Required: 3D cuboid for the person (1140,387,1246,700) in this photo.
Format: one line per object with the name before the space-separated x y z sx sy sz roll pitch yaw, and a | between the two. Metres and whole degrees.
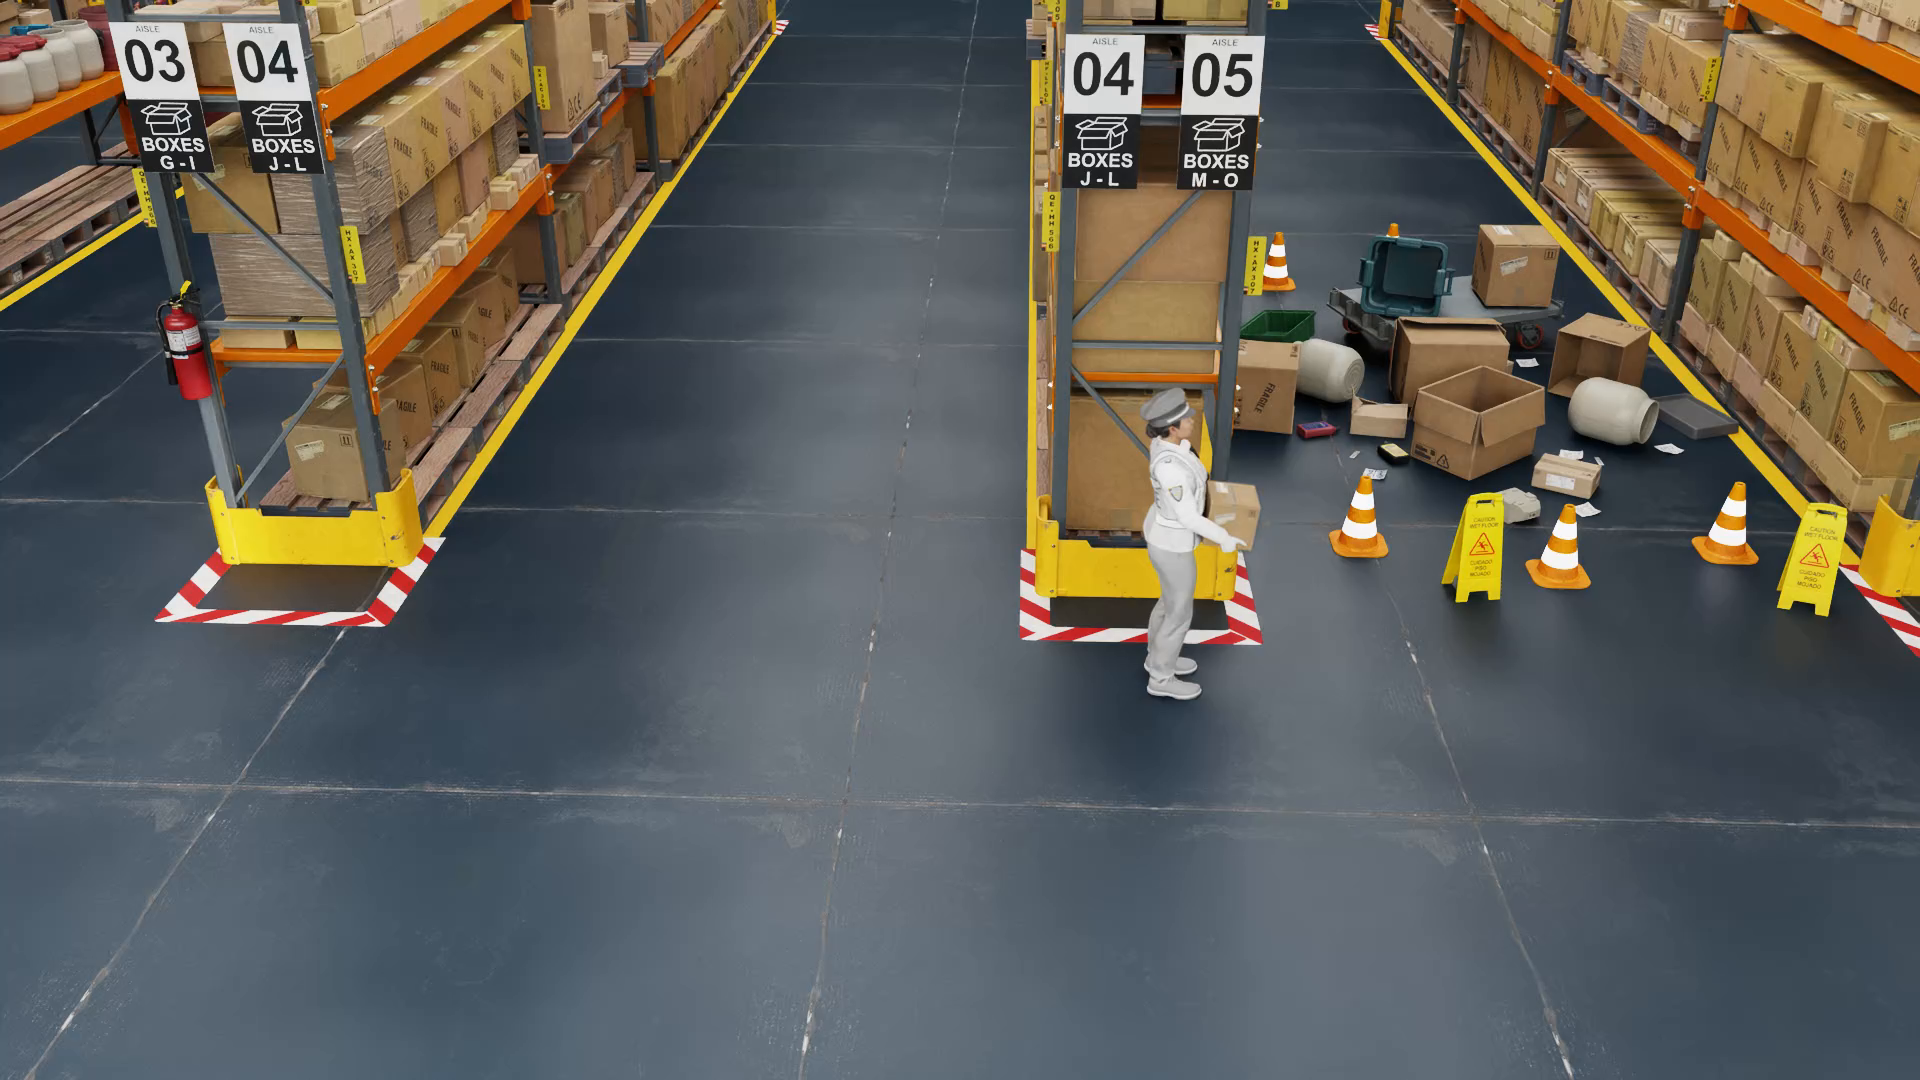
person | 1.172 0.013 8.568 0.562 1.687 0.461 1 28 2
